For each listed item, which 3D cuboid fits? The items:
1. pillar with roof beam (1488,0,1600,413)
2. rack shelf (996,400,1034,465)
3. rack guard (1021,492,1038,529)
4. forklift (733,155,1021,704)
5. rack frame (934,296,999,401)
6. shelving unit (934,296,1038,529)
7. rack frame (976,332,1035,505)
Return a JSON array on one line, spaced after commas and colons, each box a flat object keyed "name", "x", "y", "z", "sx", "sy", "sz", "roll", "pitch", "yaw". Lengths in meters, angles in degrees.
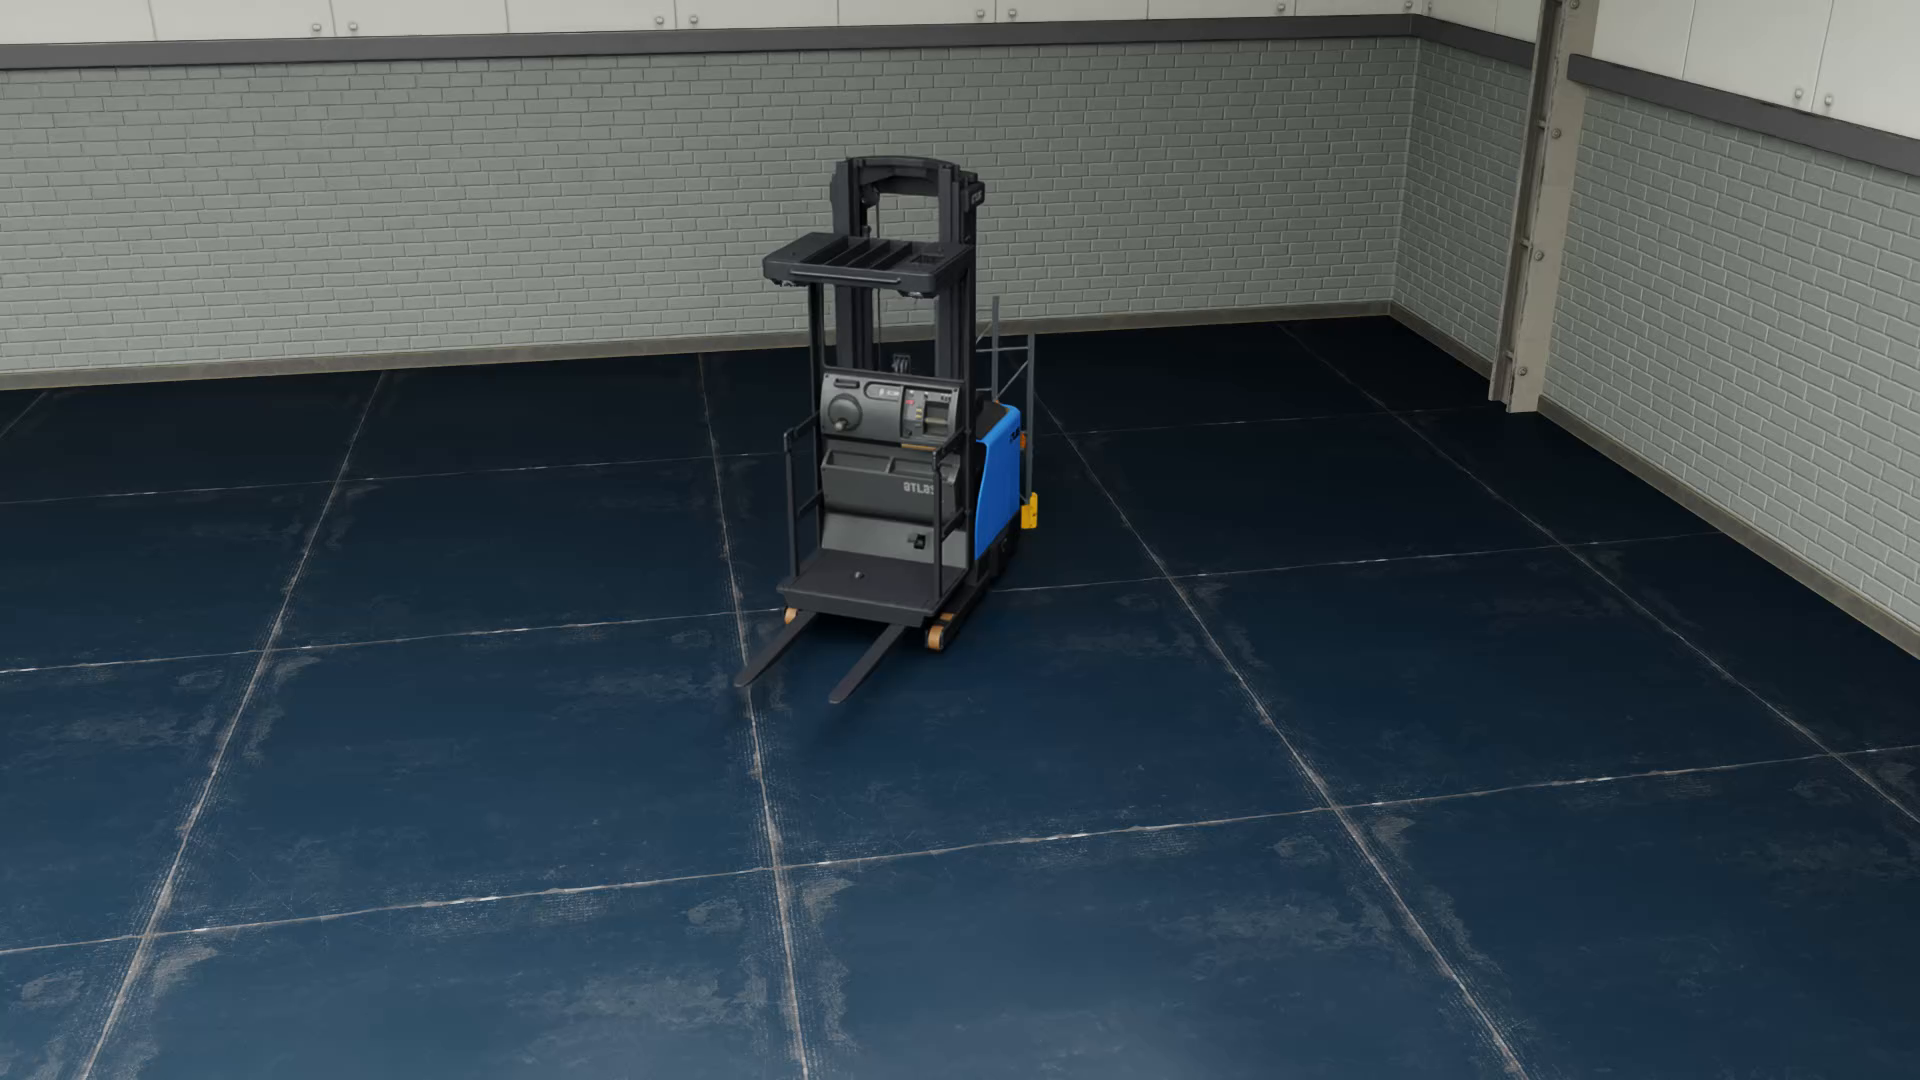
[{"name": "pillar with roof beam", "x": 0.783, "y": -5.032, "z": 12.527, "sx": 9.100, "sy": 9.000, "sz": 0.400, "roll": -4, "pitch": 24, "yaw": -10}, {"name": "rack shelf", "x": 0.169, "y": -0.805, "z": 12.668, "sx": 0.538, "sy": 0.185, "sz": 1.000, "roll": -5, "pitch": 24, "yaw": -12}, {"name": "rack guard", "x": 0.287, "y": -0.199, "z": 12.394, "sx": 0.587, "sy": 0.250, "sz": 0.087, "roll": -5, "pitch": 24, "yaw": -12}, {"name": "forklift", "x": -0.520, "y": -0.817, "z": 10.458, "sx": 1.130, "sy": 2.935, "sz": 3.031, "roll": 8, "pitch": 25, "yaw": 17}, {"name": "rack frame", "x": 0.051, "y": -1.168, "z": 13.049, "sx": 0.500, "sy": 1.500, "sz": 0.032, "roll": -5, "pitch": 24, "yaw": -12}, {"name": "shelving unit", "x": 0.171, "y": -0.966, "z": 12.588, "sx": 0.587, "sy": 1.500, "sz": 1.083, "roll": -5, "pitch": 24, "yaw": -12}, {"name": "rack frame", "x": 0.287, "y": -0.772, "z": 12.143, "sx": 0.500, "sy": 1.500, "sz": 0.032, "roll": -5, "pitch": 24, "yaw": -12}]
